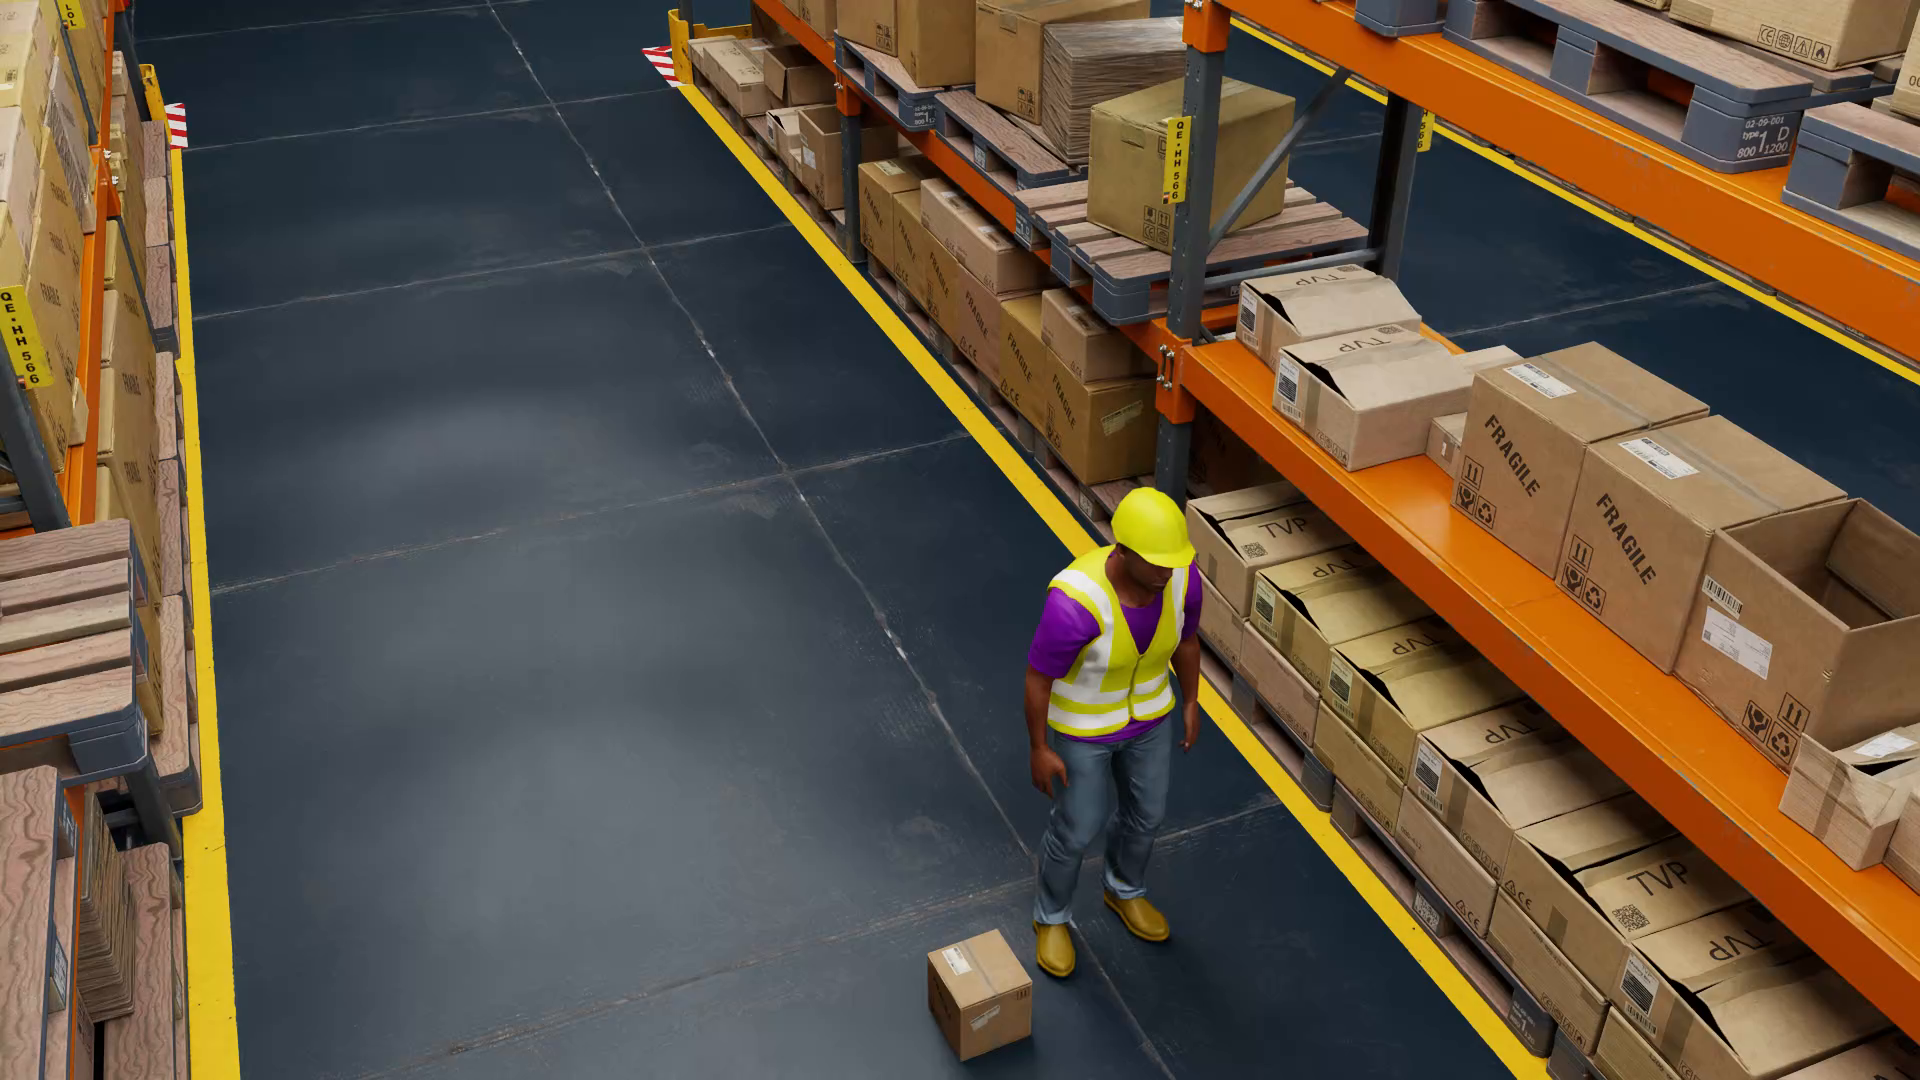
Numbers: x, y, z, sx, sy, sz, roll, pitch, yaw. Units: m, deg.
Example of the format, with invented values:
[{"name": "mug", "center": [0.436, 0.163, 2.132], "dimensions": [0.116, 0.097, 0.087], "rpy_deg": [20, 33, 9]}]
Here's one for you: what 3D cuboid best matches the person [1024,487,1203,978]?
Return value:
[{"name": "person", "center": [0.494, 0.582, 5.238], "dimensions": [0.631, 1.759, 0.461], "rpy_deg": [-15, 36, -22]}]
